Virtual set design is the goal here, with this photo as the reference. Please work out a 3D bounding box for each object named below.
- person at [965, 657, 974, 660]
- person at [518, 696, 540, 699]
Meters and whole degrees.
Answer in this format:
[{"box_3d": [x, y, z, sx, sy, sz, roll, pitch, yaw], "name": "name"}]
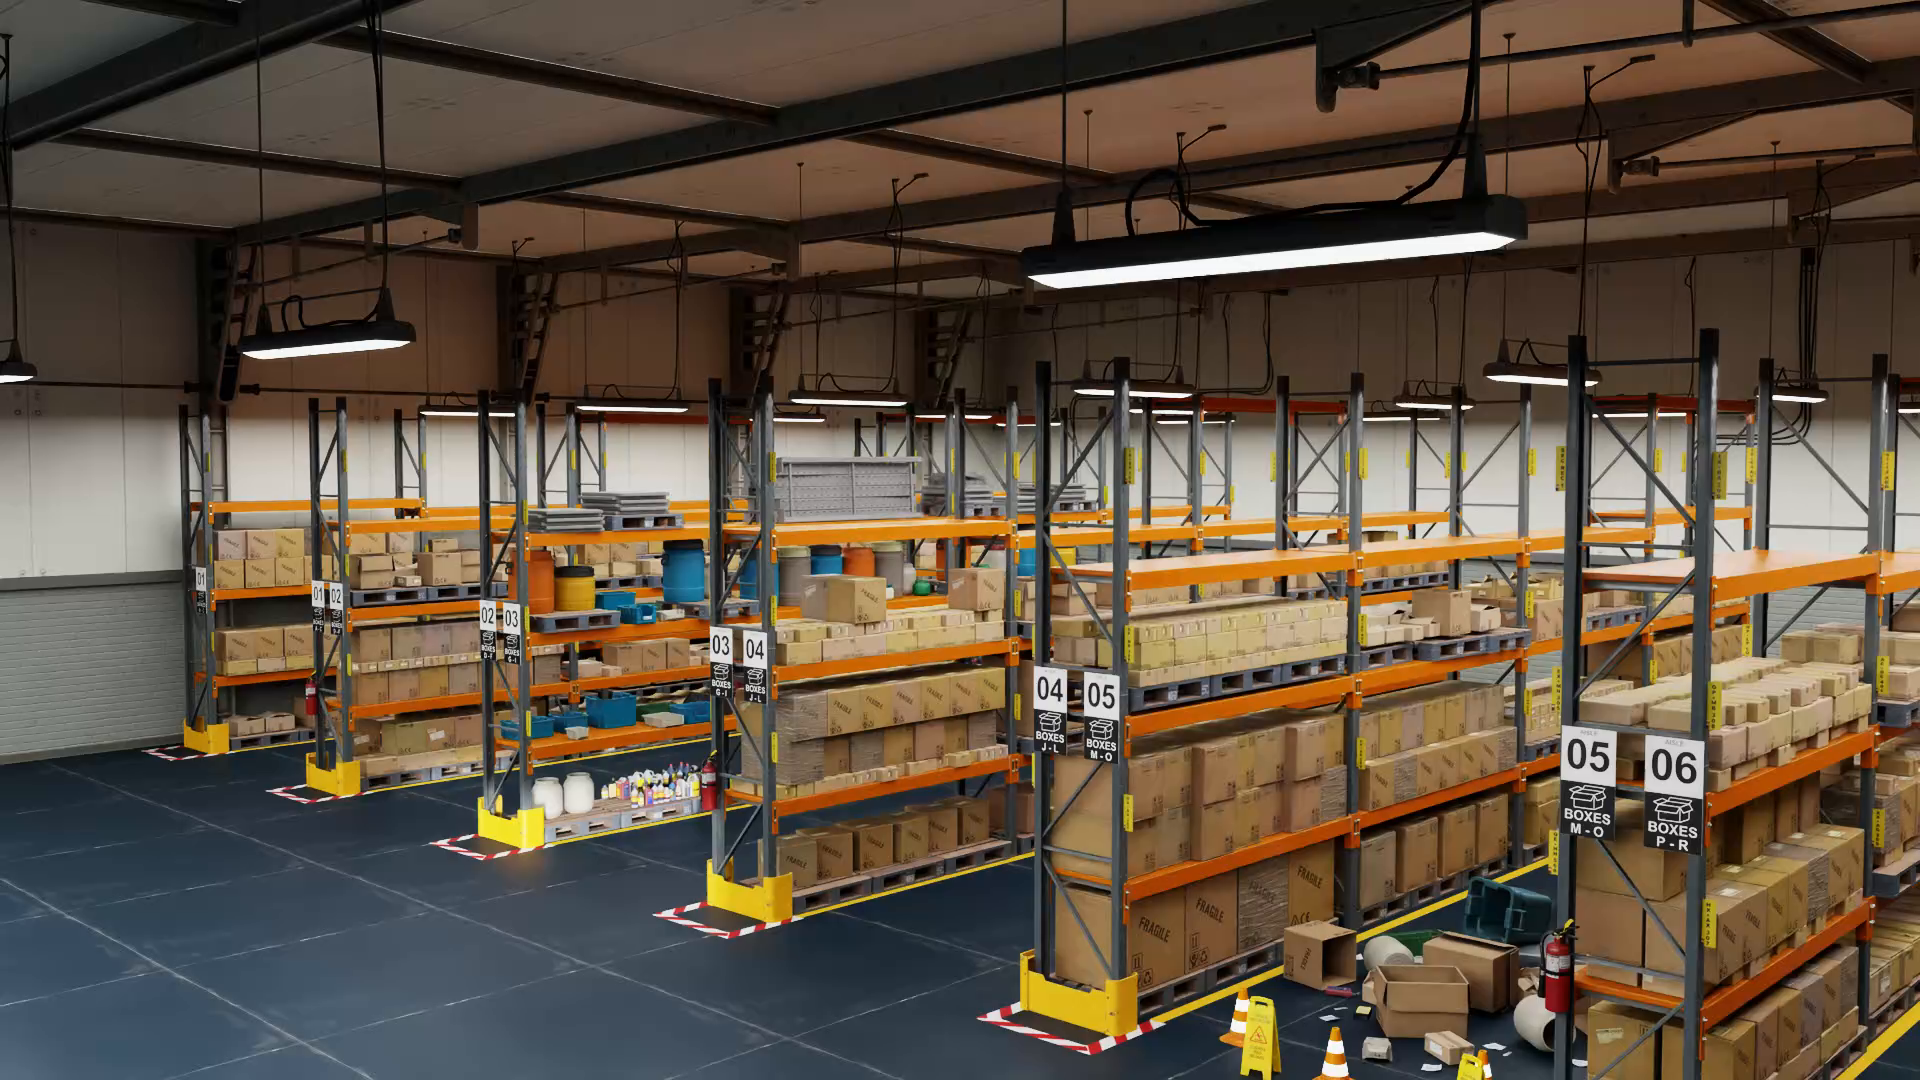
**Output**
[{"box_3d": [0.427, 2.299, 38.453, 0.970, 1.637, 0.524, 0, 3, 6], "name": "person"}, {"box_3d": [-7.963, 2.667, 30.510, 0.717, 1.786, 0.625, -2, 4, -32], "name": "person"}]
